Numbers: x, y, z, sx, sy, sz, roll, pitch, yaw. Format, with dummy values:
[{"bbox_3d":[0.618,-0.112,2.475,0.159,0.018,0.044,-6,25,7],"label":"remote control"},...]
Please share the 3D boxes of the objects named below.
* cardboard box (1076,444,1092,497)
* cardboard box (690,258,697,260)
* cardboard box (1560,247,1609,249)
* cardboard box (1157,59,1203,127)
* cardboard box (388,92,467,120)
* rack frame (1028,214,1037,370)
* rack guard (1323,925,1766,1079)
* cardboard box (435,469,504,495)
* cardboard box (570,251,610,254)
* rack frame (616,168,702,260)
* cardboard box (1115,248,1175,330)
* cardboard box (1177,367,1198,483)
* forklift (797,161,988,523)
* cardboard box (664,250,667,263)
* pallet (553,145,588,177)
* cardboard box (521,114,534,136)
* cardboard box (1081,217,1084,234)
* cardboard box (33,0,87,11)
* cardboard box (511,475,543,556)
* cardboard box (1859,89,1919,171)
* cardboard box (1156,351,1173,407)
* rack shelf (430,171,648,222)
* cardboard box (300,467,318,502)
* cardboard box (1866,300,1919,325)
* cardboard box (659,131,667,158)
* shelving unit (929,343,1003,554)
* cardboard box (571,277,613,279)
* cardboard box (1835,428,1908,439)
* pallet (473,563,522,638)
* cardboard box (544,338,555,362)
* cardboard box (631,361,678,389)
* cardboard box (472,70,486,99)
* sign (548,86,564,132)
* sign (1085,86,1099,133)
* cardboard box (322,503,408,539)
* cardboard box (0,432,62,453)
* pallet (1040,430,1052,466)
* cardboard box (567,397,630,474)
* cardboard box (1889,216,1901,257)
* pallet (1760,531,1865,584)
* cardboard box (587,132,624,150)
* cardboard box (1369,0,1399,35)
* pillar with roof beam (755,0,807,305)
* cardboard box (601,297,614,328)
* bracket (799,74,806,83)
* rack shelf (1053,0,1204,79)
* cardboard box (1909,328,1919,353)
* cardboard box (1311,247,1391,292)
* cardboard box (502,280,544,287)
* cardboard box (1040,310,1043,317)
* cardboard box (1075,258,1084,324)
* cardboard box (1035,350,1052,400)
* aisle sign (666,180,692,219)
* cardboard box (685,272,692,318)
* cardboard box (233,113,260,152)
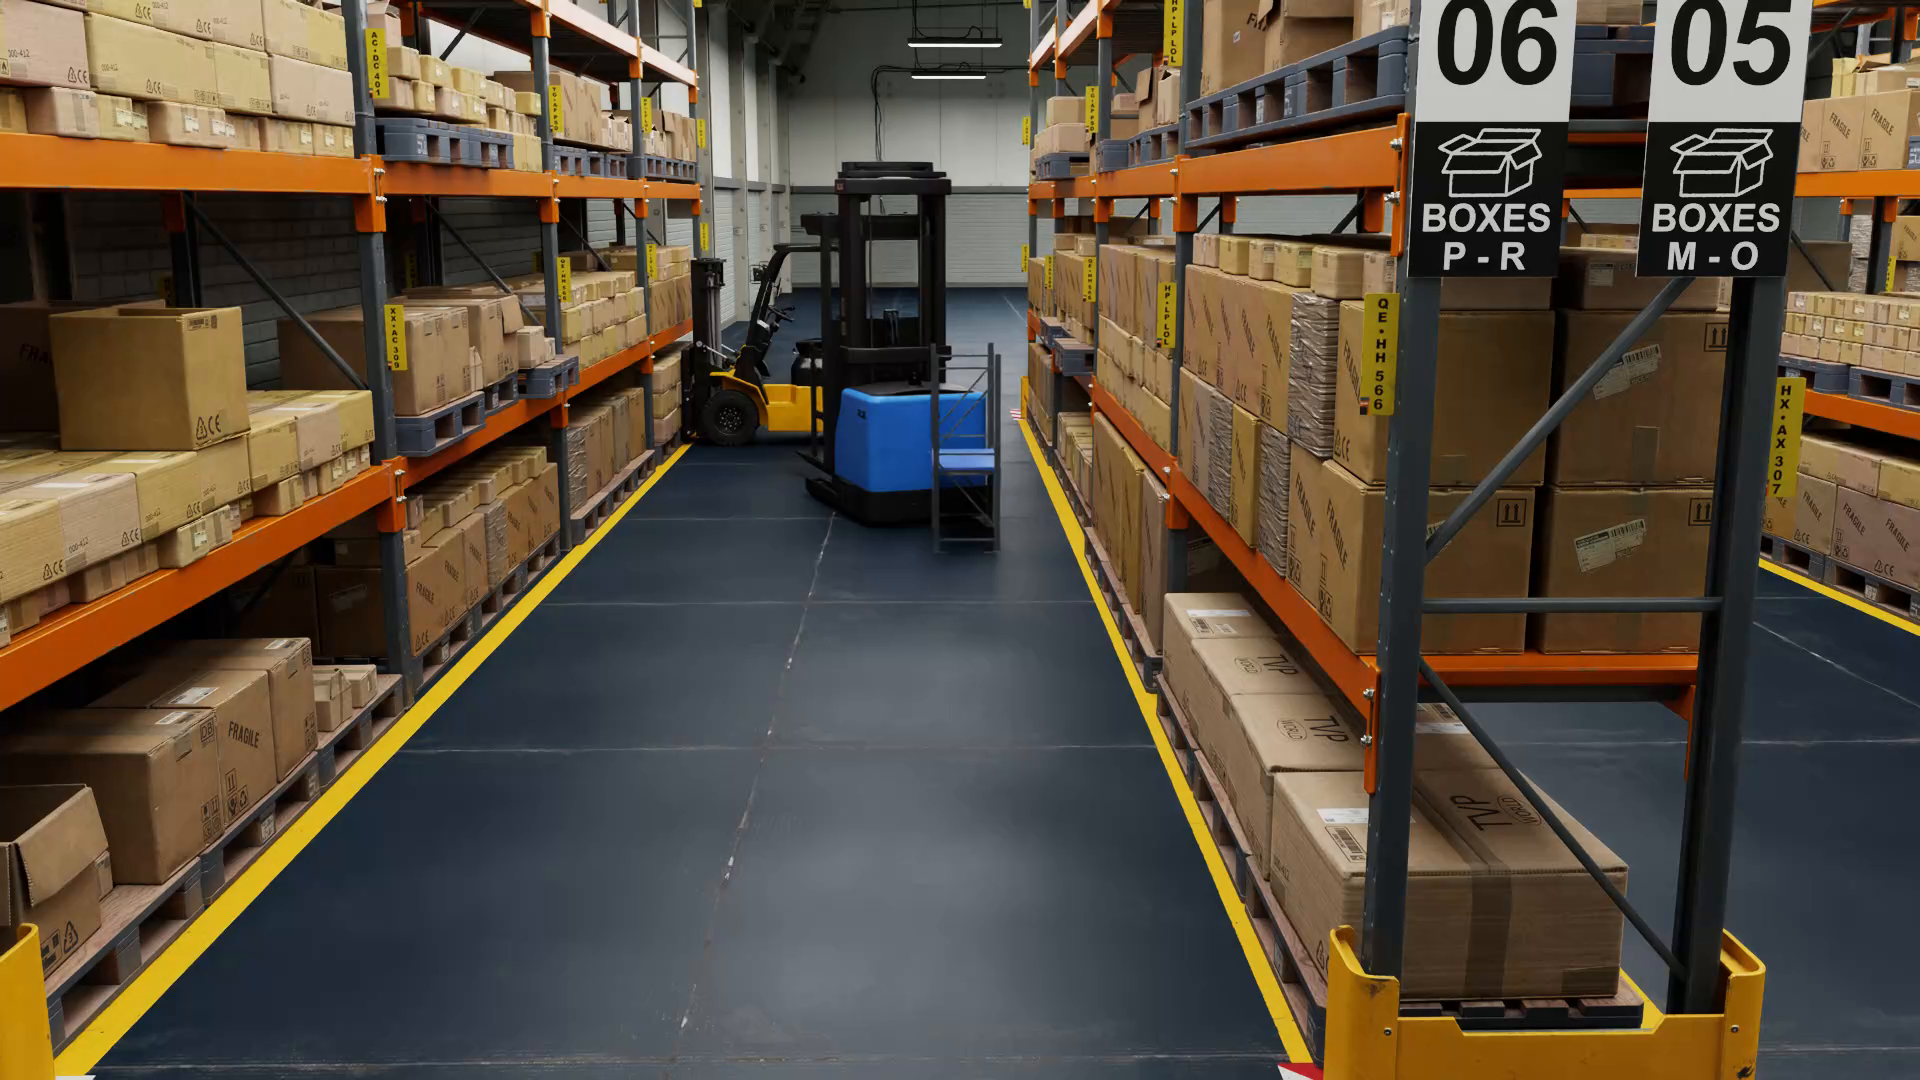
[{"bbox_3d":[1.479,-0.580,13.925,0.950,0.372,0.625,0,11,-2],"label":"cardboard box"},{"bbox_3d":[-3.336,-3.271,19.755,0.380,0.149,0.250,0,11,0],"label":"cardboard box"},{"bbox_3d":[1.948,-0.897,5.540,0.380,0.149,0.250,-1,11,-3],"label":"cardboard box"},{"bbox_3d":[1.715,-2.932,11.113,0.700,0.500,0.500,-1,11,-4],"label":"cardboard box"},{"bbox_3d":[-3.007,-2.452,9.382,0.380,0.149,0.250,0,11,-2],"label":"cardboard box"},{"bbox_3d":[1.339,-2.993,20.267,1.000,3.000,0.127,0,11,-1],"label":"rack frame"},{"bbox_3d":[1.670,1.417,4.815,1.175,0.500,0.348,0,11,-1],"label":"rack guard"},{"bbox_3d":[-3.231,-0.374,10.959,0.380,0.149,0.250,0,11,-2],"label":"cardboard box"},{"bbox_3d":[-3.885,-2.955,17.451,0.380,0.149,0.250,0,11,-2],"label":"cardboard box"},{"bbox_3d":[-3.623,-2.972,20.163,1.000,3.000,0.127,0,11,-1],"label":"rack frame"},{"bbox_3d":[1.285,-1.641,10.838,0.500,0.500,0.500,0,11,0],"label":"cardboard box"},{"bbox_3d":[1.335,-0.562,8.035,0.500,0.500,0.500,0,11,1],"label":"cardboard box"},{"bbox_3d":[-0.754,-1.827,14.695,1.130,2.935,3.031,-4,12,-20],"label":"forklift"},{"bbox_3d":[-3.380,-3.059,17.963,0.380,0.149,0.250,0,11,-1],"label":"cardboard box"},{"bbox_3d":[-3.562,-2.894,12.708,1.213,0.211,1.003,0,11,1],"label":"pallet"},{"bbox_3d":[-3.210,-2.904,11.659,0.380,0.149,0.250,0,11,0],"label":"cardboard box"},{"bbox_3d":[1.657,-3.173,17.638,0.700,0.500,0.500,0,11,-2],"label":"cardboard box"},{"bbox_3d":[-3.043,-1.769,5.062,0.500,0.250,0.500,0,11,-2],"label":"cardboard box"},{"bbox_3d":[-3.235,-0.180,11.631,0.500,0.500,0.500,0,11,-2],"label":"cardboard box"},{"bbox_3d":[6.230,-2.649,10.775,0.500,0.500,0.500,0,11,-1],"label":"cardboard box"},{"bbox_3d":[1.335,-0.866,8.902,0.500,0.250,0.500,0,11,-1],"label":"cardboard box"},{"bbox_3d":[-3.499,-2.897,14.058,1.077,0.370,4.000,0,11,-1],"label":"rack shelf"},{"bbox_3d":[-3.081,-0.245,7.357,0.380,0.149,0.250,0,11,0],"label":"cardboard box"},{"bbox_3d":[6.288,-1.516,11.067,0.380,0.149,0.250,0,11,1],"label":"cardboard box"},{"bbox_3d":[-3.268,-4.132,17.368,0.396,0.266,0.258,-1,11,-2],"label":"cardboard box"},{"bbox_3d":[0.034,-0.736,12.916,0.538,1.500,1.048,0,11,-2],"label":"shelving unit"},{"bbox_3d":[-3.256,-2.223,14.588,0.380,0.149,0.250,0,11,-1],"label":"cardboard box"},{"bbox_3d":[6.728,-0.657,12.096,0.500,0.250,0.500,-1,11,-2],"label":"cardboard box"},{"bbox_3d":[-3.458,0.376,10.677,1.003,0.211,1.213,0,11,-1],"label":"pallet"},{"bbox_3d":[-3.061,-1.335,11.672,0.380,0.149,0.250,0,11,0],"label":"cardboard box"},{"bbox_3d":[-3.238,-1.724,17.358,0.500,0.250,0.500,0,11,-1],"label":"cardboard box"},{"bbox_3d":[-3.034,-2.701,9.860,0.380,0.149,0.250,0,11,-1],"label":"cardboard box"},{"bbox_3d":[-2.916,-3.107,11.984,0.100,0.325,0.005,0,11,-1],"label":"sign"},{"bbox_3d":[0.962,-3.124,12.070,0.100,0.325,0.005,0,11,-1],"label":"sign"},{"bbox_3d":[-3.177,-0.103,8.874,0.380,0.149,0.250,0,11,-2],"label":"cardboard box"},{"bbox_3d":[-3.593,-0.259,6.420,0.500,0.250,0.500,0,11,-1],"label":"cardboard box"},{"bbox_3d":[1.373,-0.965,17.283,1.003,0.211,1.213,0,11,-1],"label":"pallet"},{"bbox_3d":[-3.510,-0.961,15.167,0.875,0.625,0.625,0,11,-2],"label":"cardboard box"},{"bbox_3d":[10.989,-3.509,19.295,0.500,0.500,0.500,0,11,-1],"label":"cardboard box"},{"bbox_3d":[6.466,0.079,12.140,1.003,0.211,1.213,0,11,-1],"label":"pallet"},{"bbox_3d":[-3.214,-3.561,14.848,0.380,0.149,0.250,0,11,-1],"label":"cardboard box"},{"bbox_3d":[1.482,-1.586,5.114,0.380,0.149,0.250,-1,12,-6],"label":"cardboard box"},{"bbox_3d":[-0.702,-10.558,42.469,9.100,9.000,0.548,0,11,-1],"label":"pillar with roof beam"},{"bbox_3d":[-3.261,-1.947,14.233,0.500,0.250,0.500,0,11,0],"label":"cardboard box"},{"bbox_3d":[-4.833,-14.052,50.639,0.235,0.232,0.430,0,11,-1],"label":"bracket"},{"bbox_3d":[1.463,-4.192,13.903,1.077,0.370,4.000,0,11,-1],"label":"rack shelf"},{"bbox_3d":[6.298,-1.265,10.578,0.380,0.149,0.250,0,11,1],"label":"cardboard box"},{"bbox_3d":[1.379,-0.891,5.511,0.380,0.149,0.250,0,11,0],"label":"cardboard box"},{"bbox_3d":[-3.718,-2.117,14.069,0.380,0.149,0.250,0,11,0],"label":"cardboard box"},{"bbox_3d":[1.069,-2.441,18.180,0.380,0.149,0.250,0,11,-1],"label":"cardboard box"},{"bbox_3d":[1.195,-1.995,13.294,0.500,0.500,0.500,0,11,-2],"label":"cardboard box"},{"bbox_3d":[1.098,-1.849,18.601,0.500,0.500,0.500,0,11,0],"label":"cardboard box"},{"bbox_3d":[-3.331,-4.260,19.975,0.394,0.787,0.004,0,11,-1],"label":"aisle sign"},{"bbox_3d":[-3.349,-2.821,19.168,0.500,0.500,0.500,0,11,1],"label":"cardboard box"},{"bbox_3d":[-3.097,-1.659,6.779,0.380,0.149,0.250,0,11,1],"label":"cardboard box"}]
